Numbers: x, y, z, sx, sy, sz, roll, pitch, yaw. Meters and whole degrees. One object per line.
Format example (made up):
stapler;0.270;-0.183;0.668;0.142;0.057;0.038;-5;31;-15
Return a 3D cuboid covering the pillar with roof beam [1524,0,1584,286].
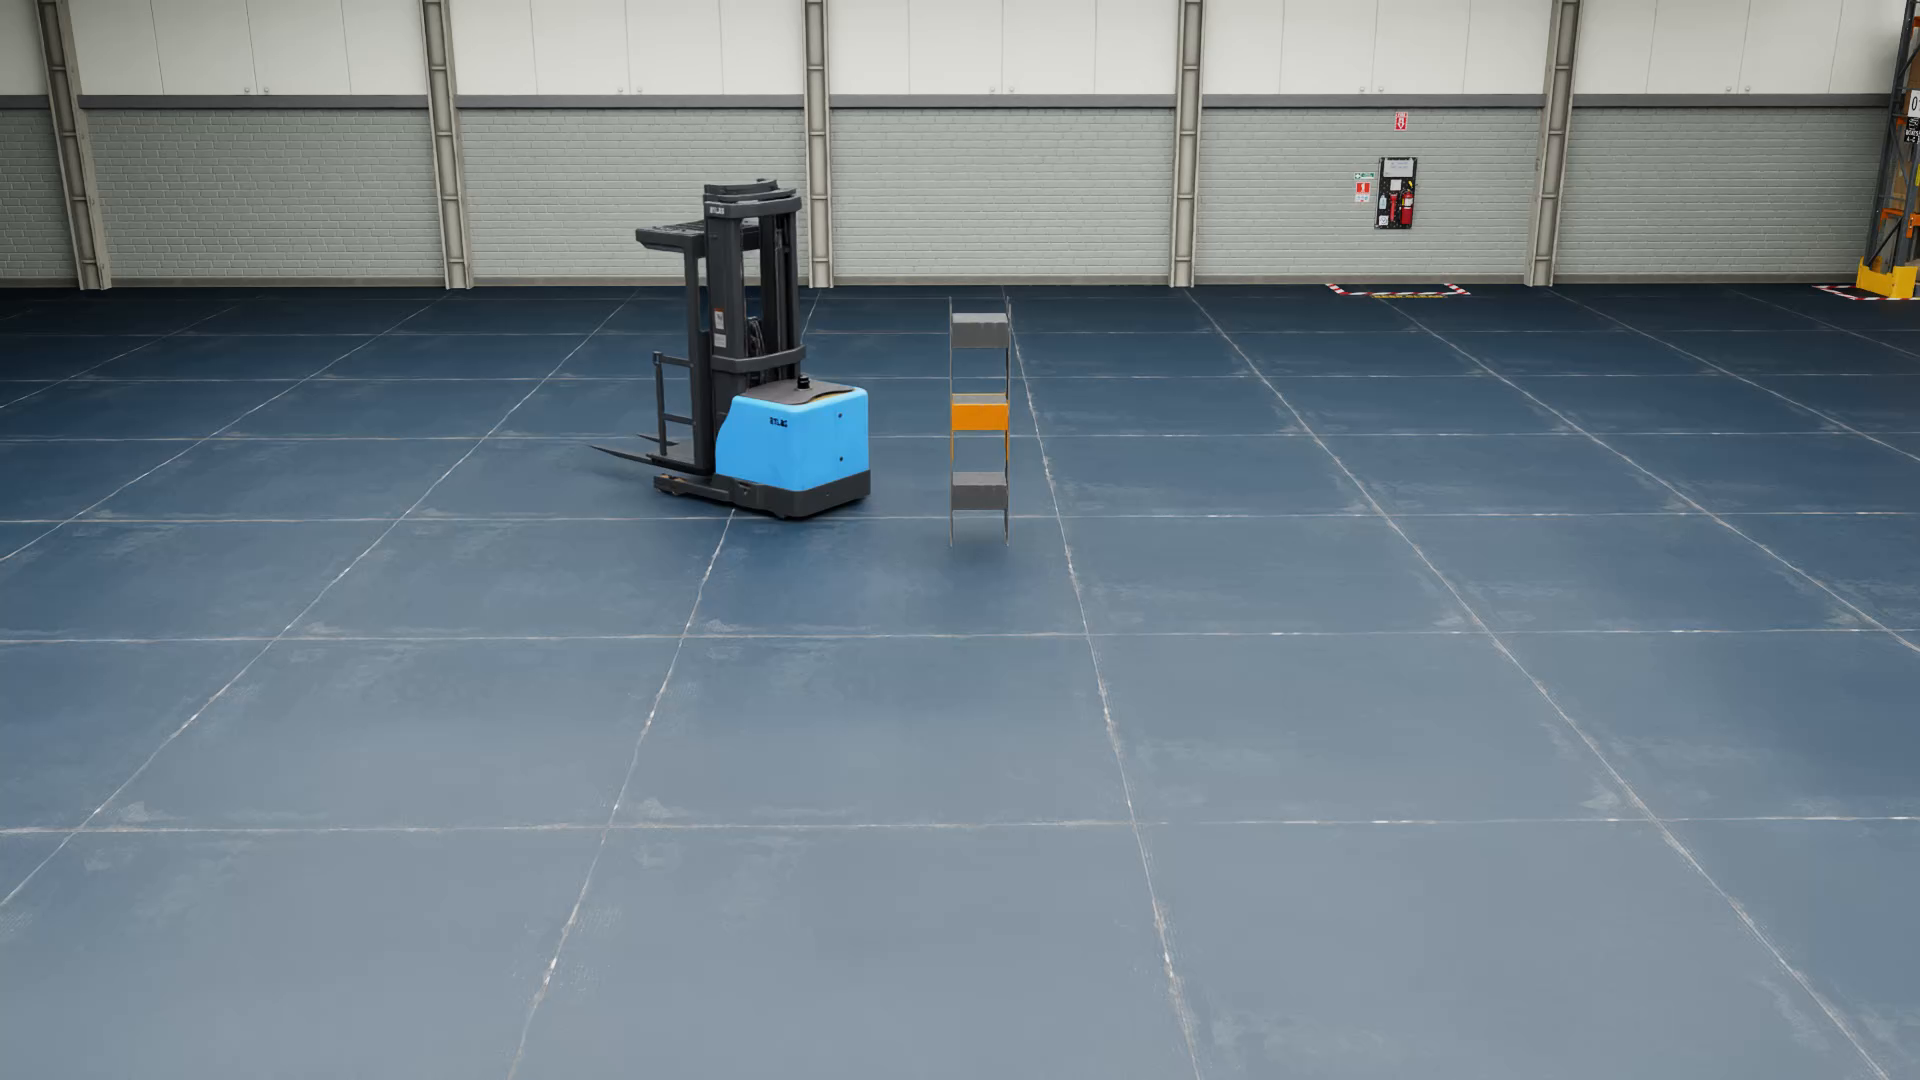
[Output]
pillar with roof beam;9.761;-7.253;22.427;0.400;9.000;9.100;0;18;-1

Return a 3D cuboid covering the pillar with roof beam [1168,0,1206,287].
pillar with roof beam;3.762;-7.225;22.337;0.400;9.000;9.100;0;18;-1

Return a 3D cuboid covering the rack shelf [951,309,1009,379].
rack shelf;0.166;-1.654;14.020;0.480;0.518;0.431;0;18;-1

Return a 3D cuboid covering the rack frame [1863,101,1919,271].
rack frame;15.006;-5.473;26.698;0.127;3.000;1.000;0;18;-1

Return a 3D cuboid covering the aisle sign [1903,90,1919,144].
aisle sign;14.939;-6.619;26.014;0.004;0.787;0.394;0;18;-1

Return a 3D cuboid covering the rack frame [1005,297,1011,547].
rack frame;0.409;-1.002;14.233;0.015;2.100;0.400;0;18;-1

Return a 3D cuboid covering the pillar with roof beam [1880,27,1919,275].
pillar with roof beam;15.761;-7.282;22.517;0.400;9.000;9.100;0;18;-1

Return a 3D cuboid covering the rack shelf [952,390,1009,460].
rack shelf;0.166;-0.988;14.233;0.480;0.518;0.431;0;18;-1

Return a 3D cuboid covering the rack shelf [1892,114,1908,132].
rack shelf;17.006;-6.568;26.380;4.000;0.370;1.077;0;18;-1

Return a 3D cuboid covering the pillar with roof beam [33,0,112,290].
pillar with roof beam;-14.236;-7.138;22.066;0.400;9.000;9.100;0;18;-1

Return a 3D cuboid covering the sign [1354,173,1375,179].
sign;6.672;-6.007;27.436;0.331;0.109;0.001;0;18;-1

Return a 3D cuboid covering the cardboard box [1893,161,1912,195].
cardboard box;15.474;-5.835;26.813;0.500;0.500;0.500;0;18;-1

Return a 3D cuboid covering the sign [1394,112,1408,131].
sign;7.212;-6.846;27.182;0.199;0.298;0.001;0;18;-1

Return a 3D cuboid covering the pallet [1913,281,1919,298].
pallet;15.895;-4.139;27.104;1.213;0.211;1.003;0;18;-1

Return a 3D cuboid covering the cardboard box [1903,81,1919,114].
cardboard box;15.420;-7.038;26.469;0.500;0.500;0.500;1;18;3

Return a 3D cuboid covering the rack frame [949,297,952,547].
rack frame;-0.078;-0.999;14.226;0.015;2.100;0.400;0;18;-1

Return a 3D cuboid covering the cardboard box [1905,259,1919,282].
cardboard box;15.700;-4.378;26.966;0.500;0.311;0.500;-2;18;-7

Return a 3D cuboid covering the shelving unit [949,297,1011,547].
shelving unit;0.166;-1.001;14.229;0.503;2.100;0.431;0;18;-1

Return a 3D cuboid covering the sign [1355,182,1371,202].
sign;6.667;-5.757;27.526;0.234;0.329;0.001;0;18;-1

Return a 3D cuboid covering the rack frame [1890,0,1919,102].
rack frame;15.006;-8.330;25.782;0.127;3.000;1.000;0;18;-1

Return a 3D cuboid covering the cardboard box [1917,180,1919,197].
cardboard box;15.489;-5.679;26.324;0.500;0.500;0.500;0;18;-1

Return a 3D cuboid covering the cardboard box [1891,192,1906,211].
cardboard box;15.471;-5.473;26.910;0.500;0.250;0.500;0;18;0

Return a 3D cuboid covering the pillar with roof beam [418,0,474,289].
pillar with roof beam;-8.236;-7.167;22.156;0.400;9.000;9.100;0;18;-1

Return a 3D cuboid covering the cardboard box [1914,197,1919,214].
cardboard box;15.499;-5.317;26.423;0.500;0.250;0.500;-1;18;-2

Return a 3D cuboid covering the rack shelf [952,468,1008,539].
rack shelf;0.166;-0.321;14.447;0.480;0.518;0.431;0;18;-1

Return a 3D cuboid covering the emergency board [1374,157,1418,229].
emergency board;7.222;-5.711;27.441;0.643;1.169;0.194;0;18;-1

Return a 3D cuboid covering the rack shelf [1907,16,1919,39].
rack shelf;17.006;-7.995;25.922;4.000;0.370;1.077;0;18;-1

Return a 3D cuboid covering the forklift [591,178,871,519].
forklift;-2.319;-1.930;15.767;3.031;2.935;1.130;13;22;36

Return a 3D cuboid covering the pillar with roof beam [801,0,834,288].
pillar with roof beam;-2.237;-7.196;22.246;0.400;9.000;9.100;0;18;-1

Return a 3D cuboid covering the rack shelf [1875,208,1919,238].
rack shelf;17.006;-5.140;26.838;4.000;0.370;1.077;0;18;-1

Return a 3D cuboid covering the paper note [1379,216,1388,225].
paper note;7.044;-5.312;27.639;0.142;0.148;0.016;0;18;-1

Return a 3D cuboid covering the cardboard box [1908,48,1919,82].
cardboard box;15.433;-7.516;26.324;0.500;0.500;0.500;1;18;2

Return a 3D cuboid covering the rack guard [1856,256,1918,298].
rack guard;15.082;-4.283;27.081;0.348;0.500;1.175;0;18;-1

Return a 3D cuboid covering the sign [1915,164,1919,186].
sign;15.015;-5.720;26.049;0.005;0.325;0.100;0;18;-1
